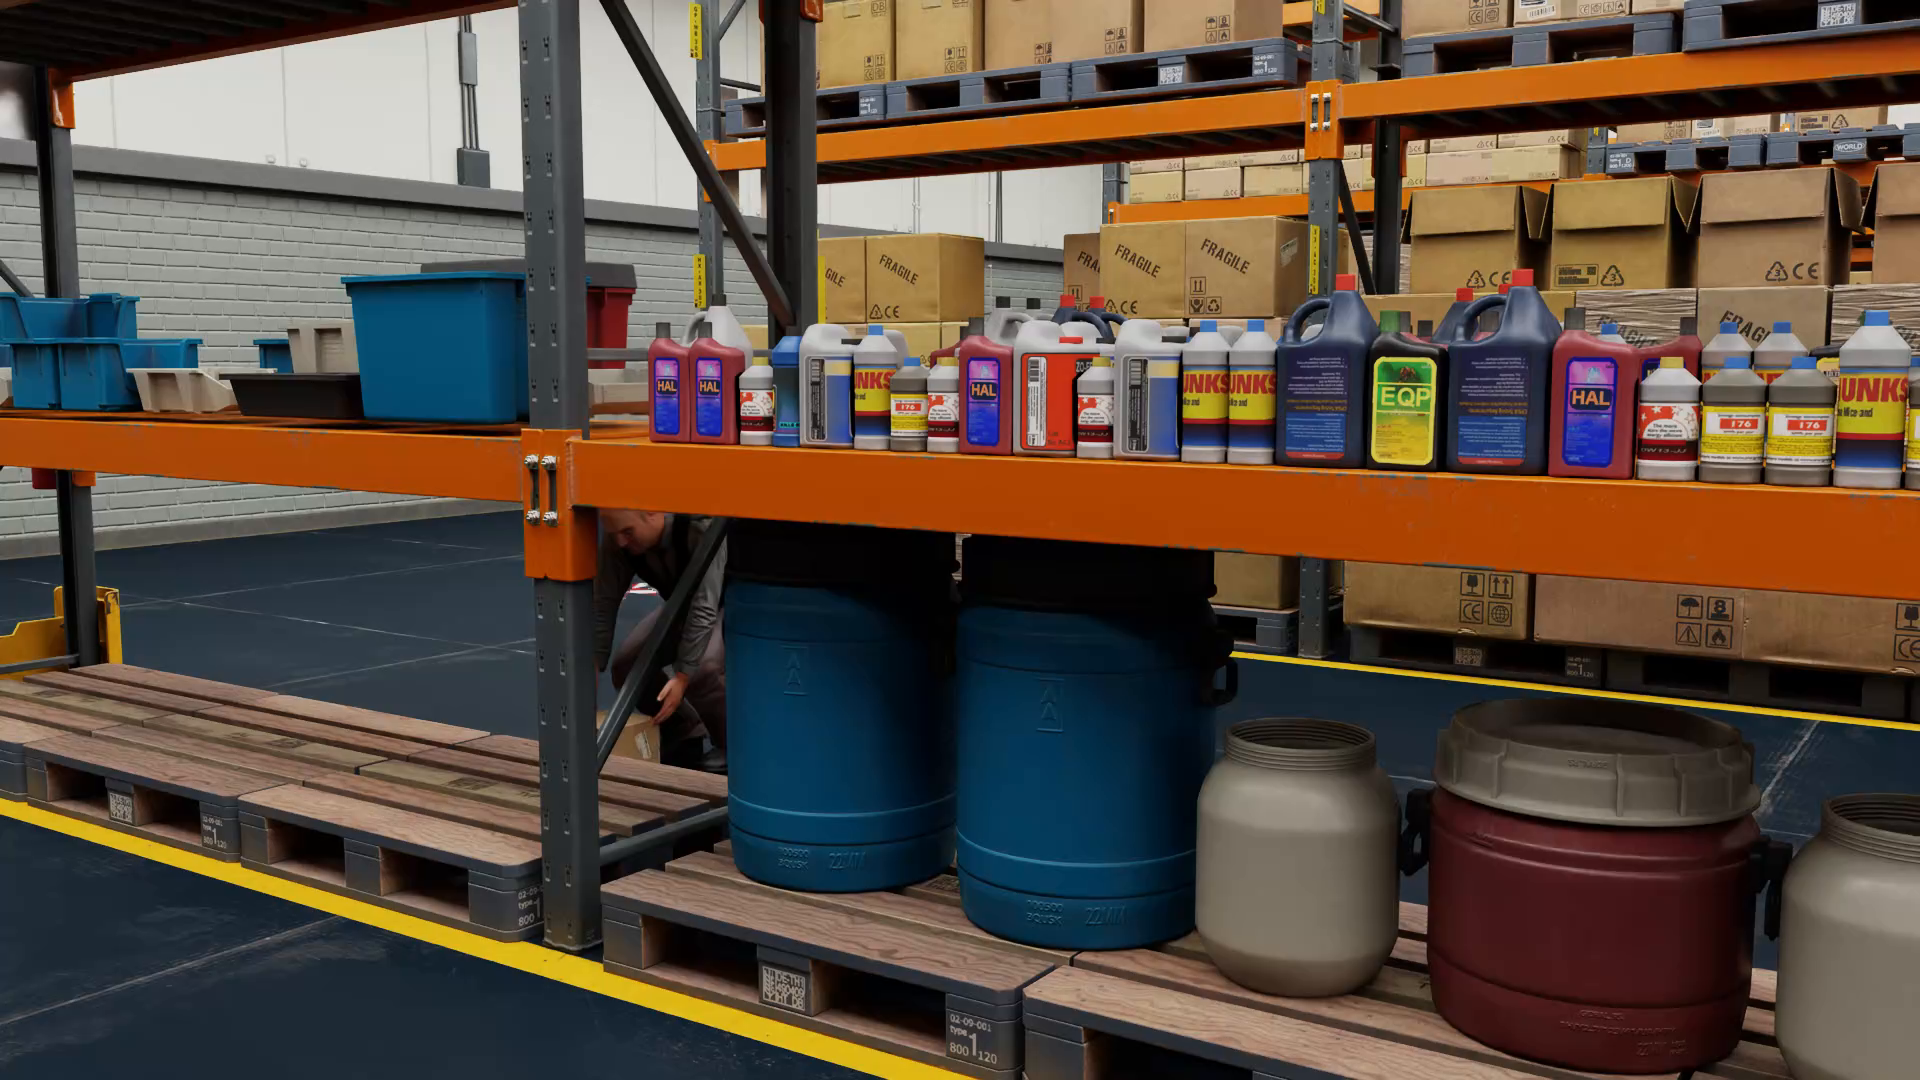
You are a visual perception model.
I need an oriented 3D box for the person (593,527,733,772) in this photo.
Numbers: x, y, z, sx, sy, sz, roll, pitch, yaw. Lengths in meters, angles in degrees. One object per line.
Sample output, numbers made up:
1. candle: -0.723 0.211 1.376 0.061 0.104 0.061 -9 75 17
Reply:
1. person: -1.054 0.416 6.005 0.519 0.896 0.951 4 7 31
